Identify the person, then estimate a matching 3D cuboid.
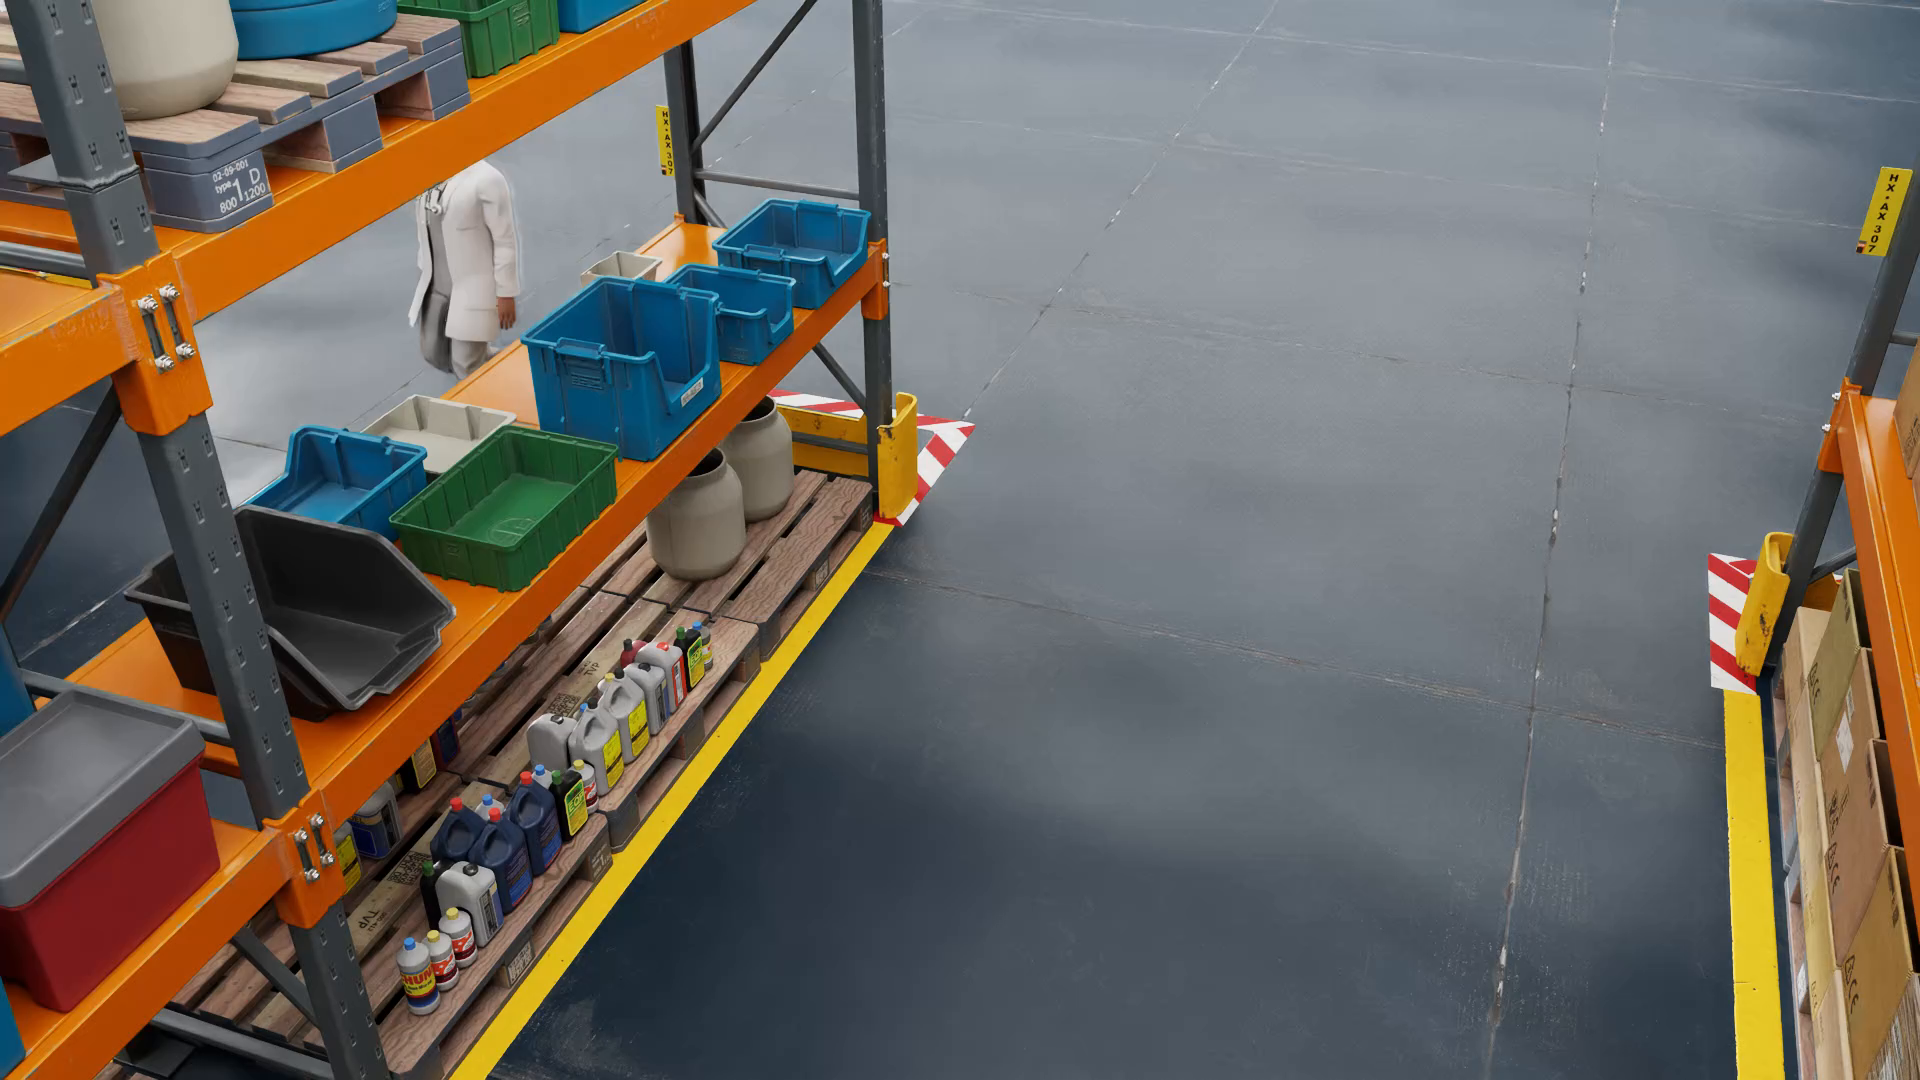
[{"bbox_3d":[-2.387,-1.256,8.068,0.626,1.759,0.705,14,35,21],"label":"person"}]
